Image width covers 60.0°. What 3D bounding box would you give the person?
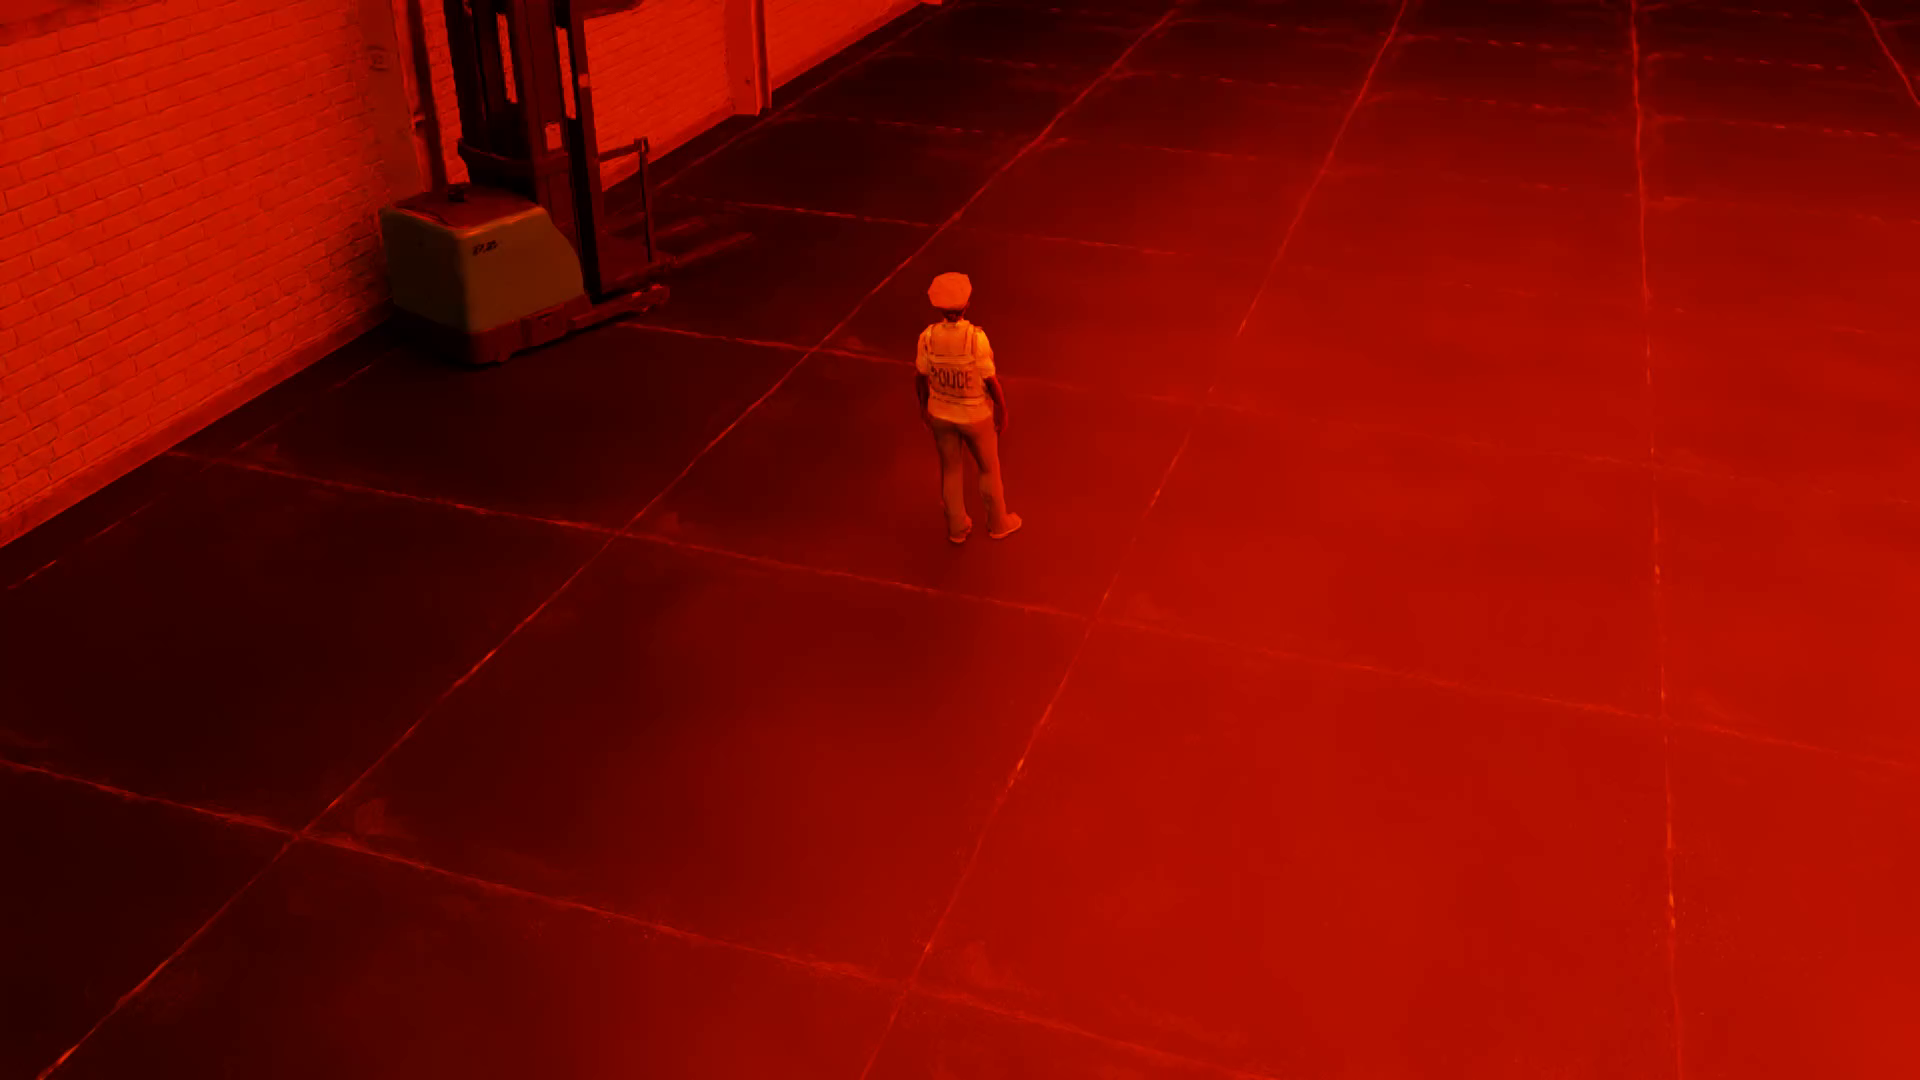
[{"bbox_3d":[0.043,-0.775,9.729,0.570,1.695,0.529,10,31,16],"label":"person"}]

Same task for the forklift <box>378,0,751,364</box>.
[{"bbox_3d":[-3.000,-3.229,12.801,1.130,2.935,3.031,22,36,33],"label":"forklift"}]
